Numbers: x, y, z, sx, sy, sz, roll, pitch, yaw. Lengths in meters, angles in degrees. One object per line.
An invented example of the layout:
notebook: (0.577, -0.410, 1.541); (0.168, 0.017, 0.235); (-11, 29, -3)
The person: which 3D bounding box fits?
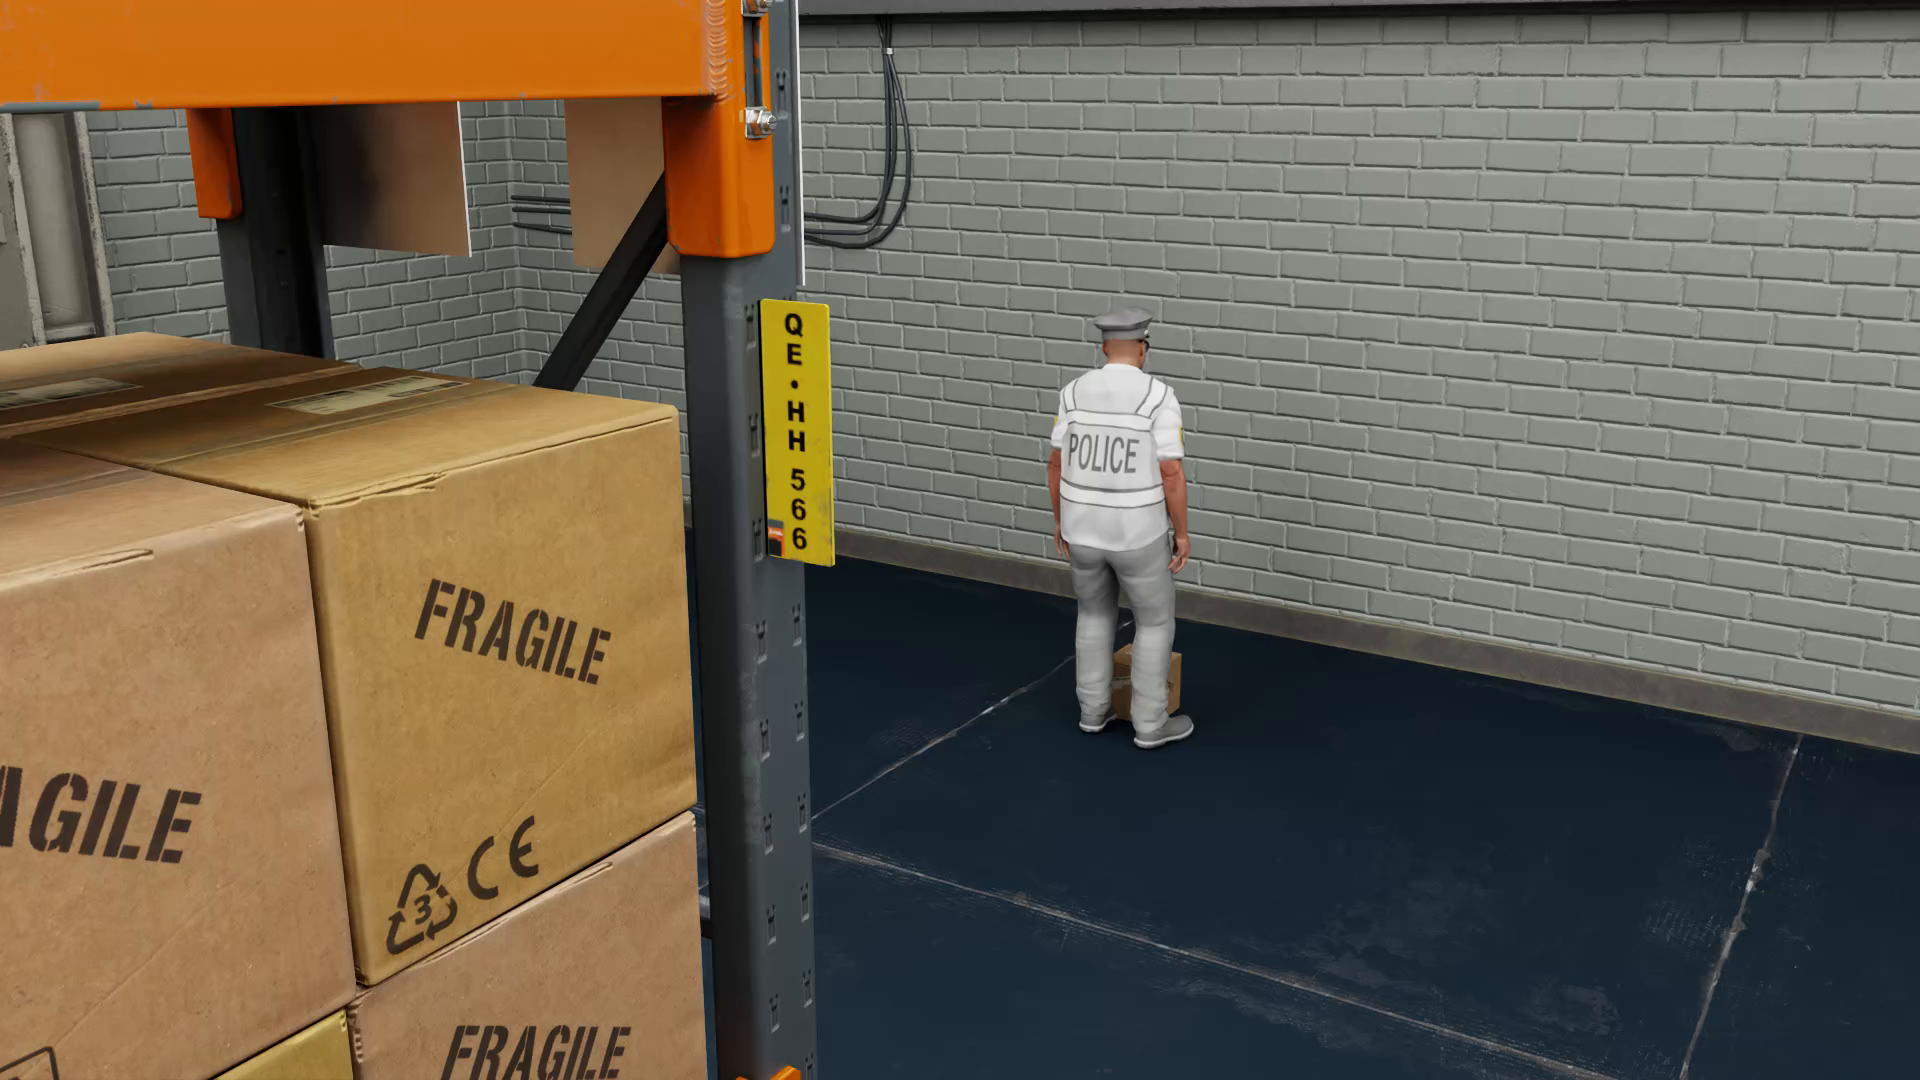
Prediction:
person: (0.644, -0.042, 6.671); (0.593, 1.743, 0.480); (9, 18, 27)
